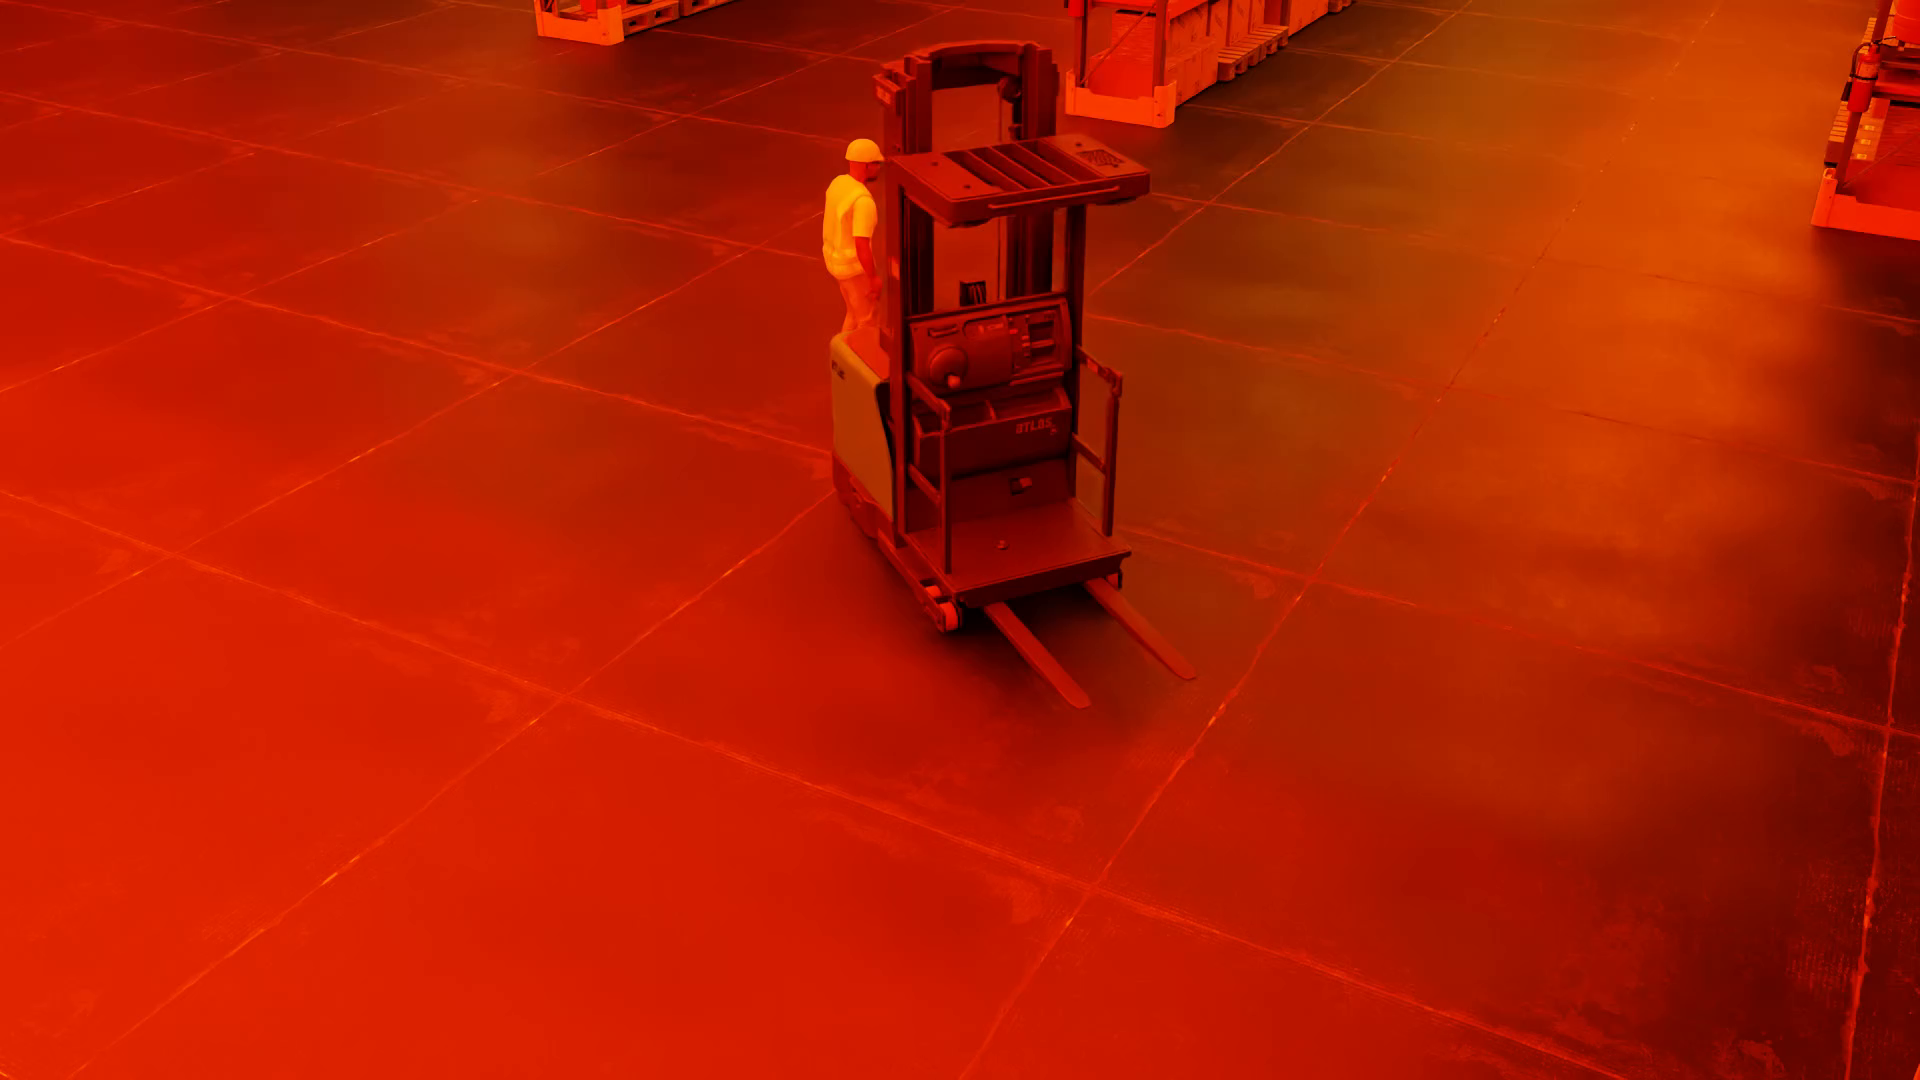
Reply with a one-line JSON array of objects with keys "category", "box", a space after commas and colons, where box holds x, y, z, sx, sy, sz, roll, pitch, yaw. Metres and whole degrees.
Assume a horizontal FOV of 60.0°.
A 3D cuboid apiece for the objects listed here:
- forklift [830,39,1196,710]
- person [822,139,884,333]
[{"category": "forklift", "box": [0.265, -1.008, 8.818, 1.130, 2.935, 3.031, -13, 32, -21]}, {"category": "person", "box": [-0.700, -1.900, 11.540, 0.461, 1.759, 0.631, -11, 32, -19]}]
